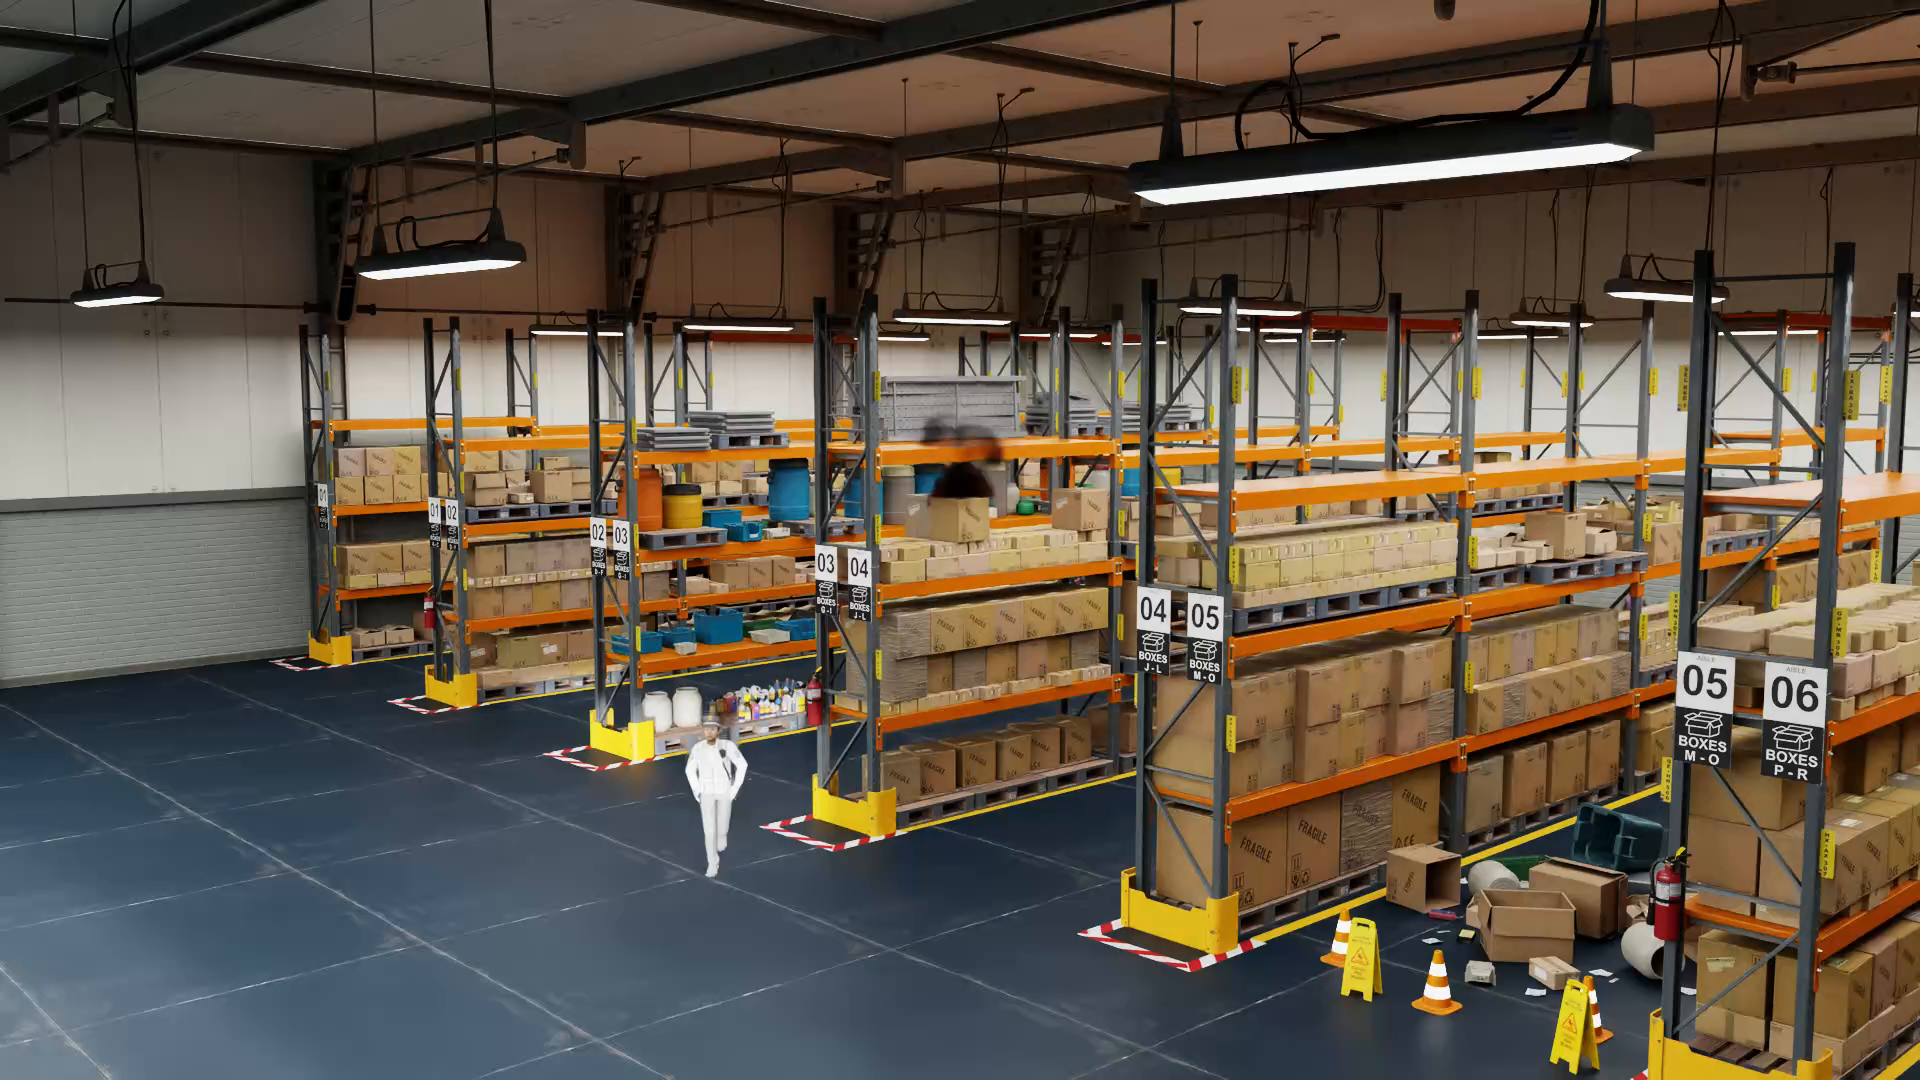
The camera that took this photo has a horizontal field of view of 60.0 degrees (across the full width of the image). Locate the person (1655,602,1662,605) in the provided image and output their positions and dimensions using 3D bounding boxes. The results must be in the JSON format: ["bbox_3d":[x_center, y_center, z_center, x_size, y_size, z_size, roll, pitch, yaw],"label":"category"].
[{"bbox_3d":[10.796,1.767,25.769,0.709,1.640,0.507,-5,8,-41],"label":"person"}]

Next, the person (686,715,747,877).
[{"bbox_3d":[-2.522,2.612,17.261,0.634,1.683,0.617,0,6,-1],"label":"person"}]

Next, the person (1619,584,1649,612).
[{"bbox_3d":[11.718,1.497,28.743,0.633,1.500,0.469,2,6,16],"label":"person"}]
